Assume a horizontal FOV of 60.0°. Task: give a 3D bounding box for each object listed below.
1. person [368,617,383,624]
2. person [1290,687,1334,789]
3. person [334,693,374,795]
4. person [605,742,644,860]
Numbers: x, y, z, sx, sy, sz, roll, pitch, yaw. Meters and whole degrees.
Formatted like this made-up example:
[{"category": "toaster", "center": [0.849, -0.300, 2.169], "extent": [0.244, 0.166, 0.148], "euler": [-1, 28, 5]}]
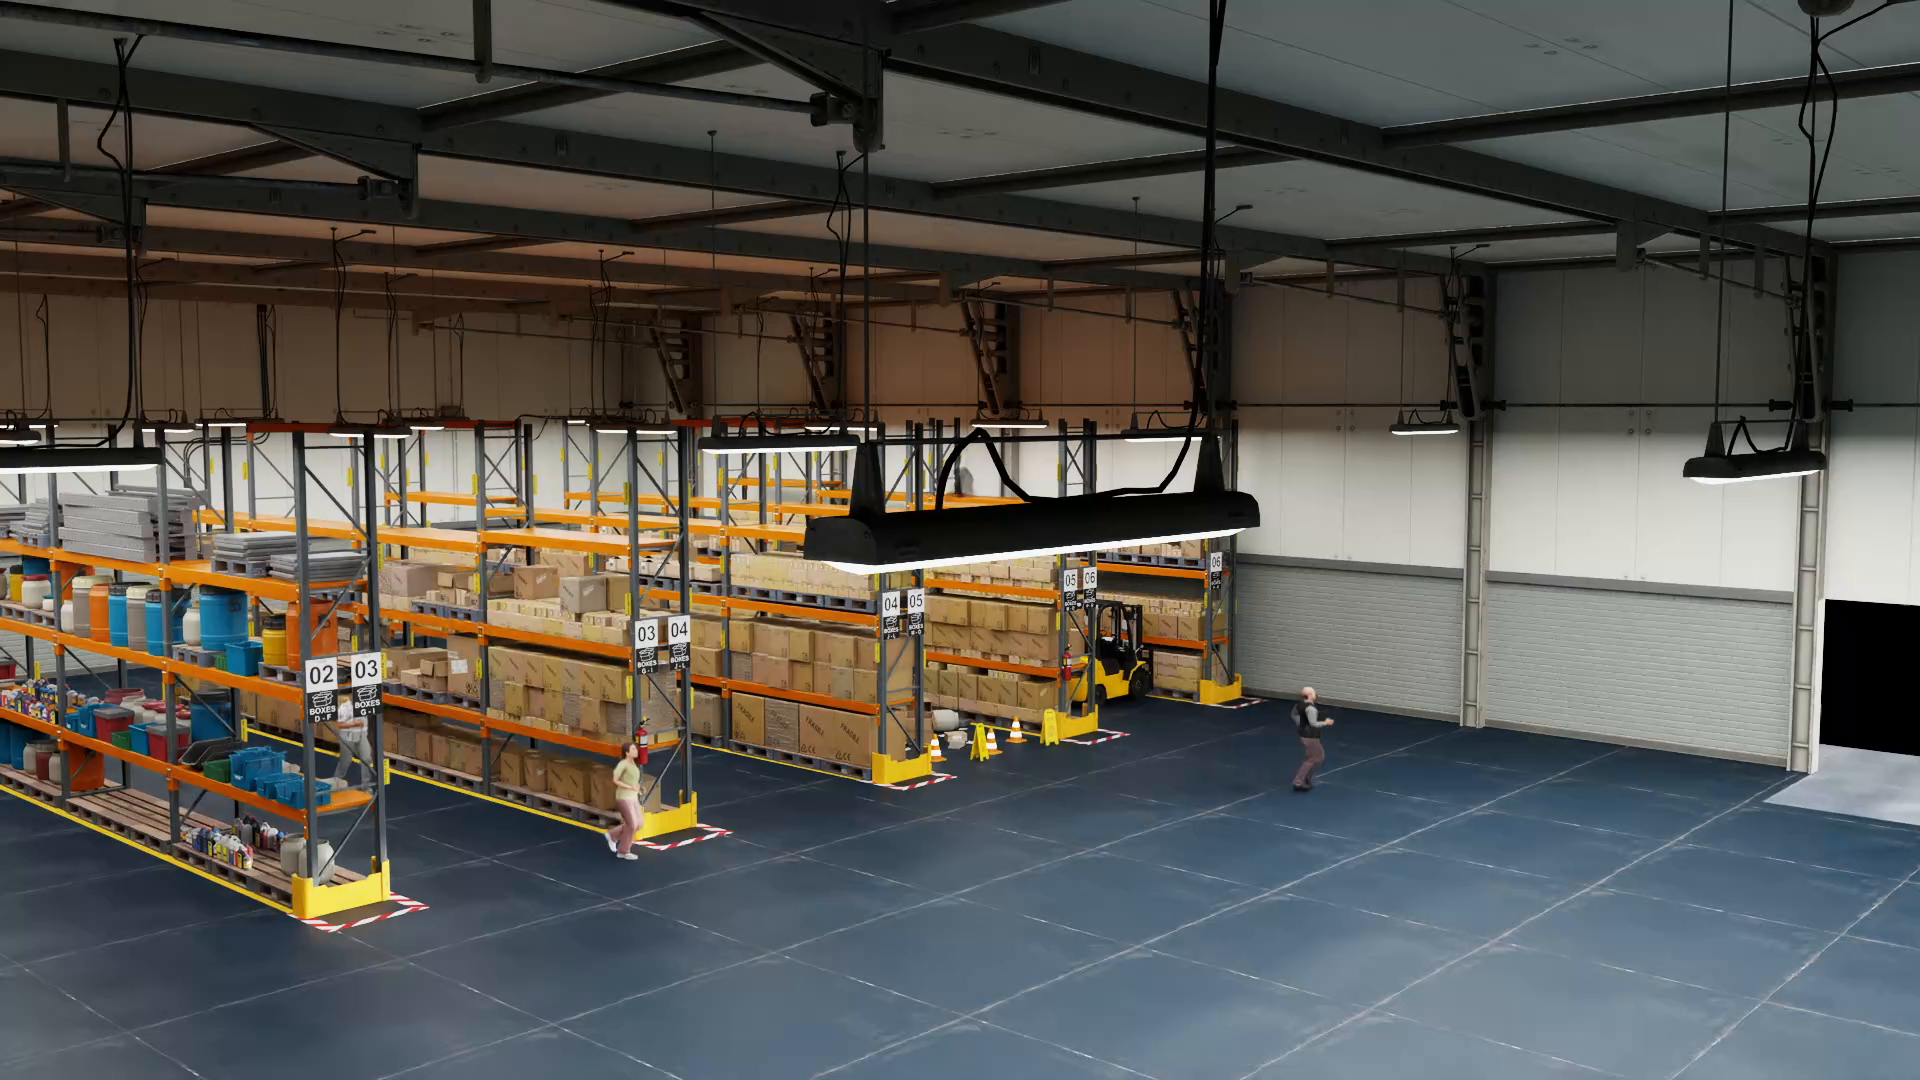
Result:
[{"category": "person", "center": [-13.782, 2.358, 39.247], "extent": [0.526, 1.609, 0.670], "euler": [2, 5, 22]}, {"category": "person", "center": [5.769, 3.258, 27.228], "extent": [0.658, 1.728, 0.641], "euler": [0, 5, -3]}, {"category": "person", "center": [-9.846, 3.251, 26.979], "extent": [0.866, 1.828, 0.603], "euler": [3, 6, 36]}, {"category": "person", "center": [-4.678, 3.629, 23.300], "extent": [0.589, 1.618, 0.606], "euler": [1, 5, 14]}]
